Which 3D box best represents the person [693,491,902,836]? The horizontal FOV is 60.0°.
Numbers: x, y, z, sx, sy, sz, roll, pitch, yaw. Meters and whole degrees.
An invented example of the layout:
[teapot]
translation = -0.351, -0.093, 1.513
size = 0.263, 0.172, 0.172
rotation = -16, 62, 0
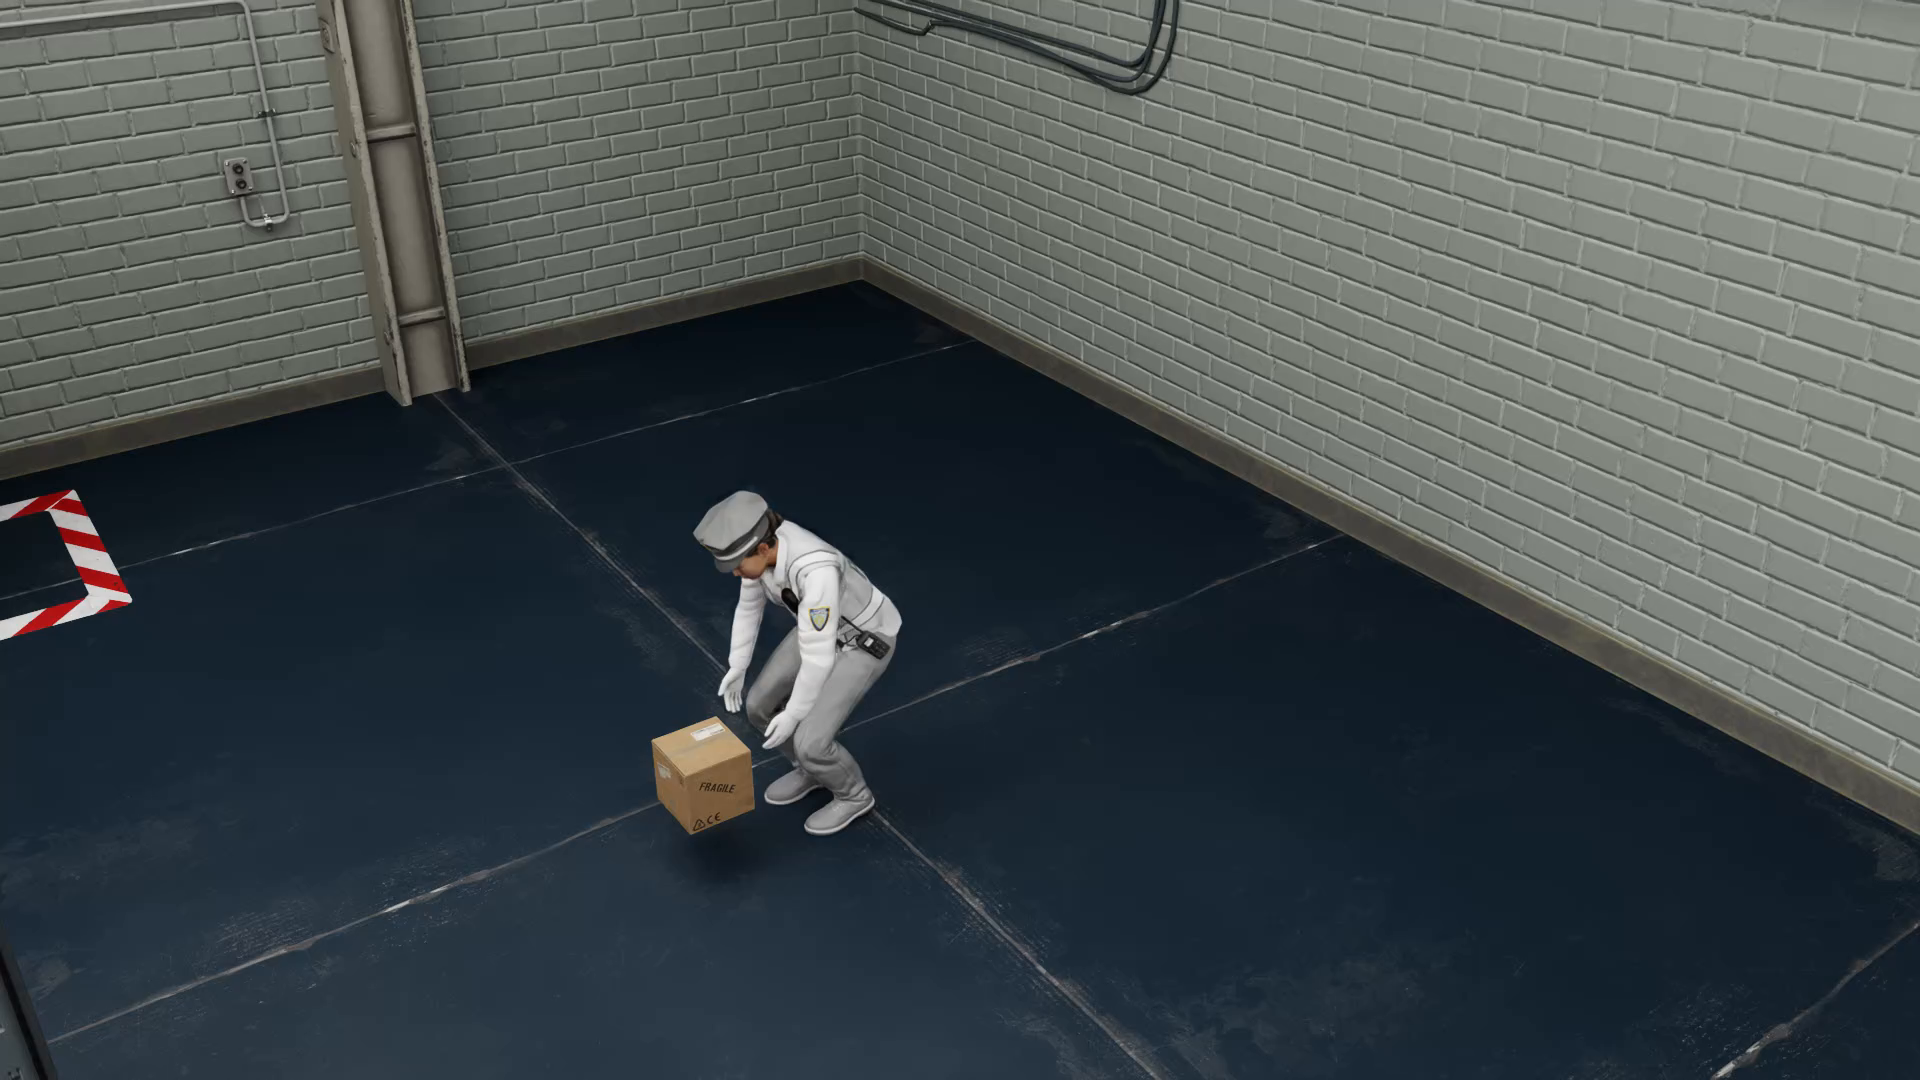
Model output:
[person]
translation = -0.532, 0.408, 5.718
size = 0.723, 1.349, 0.535
rotation = -19, 34, -30
